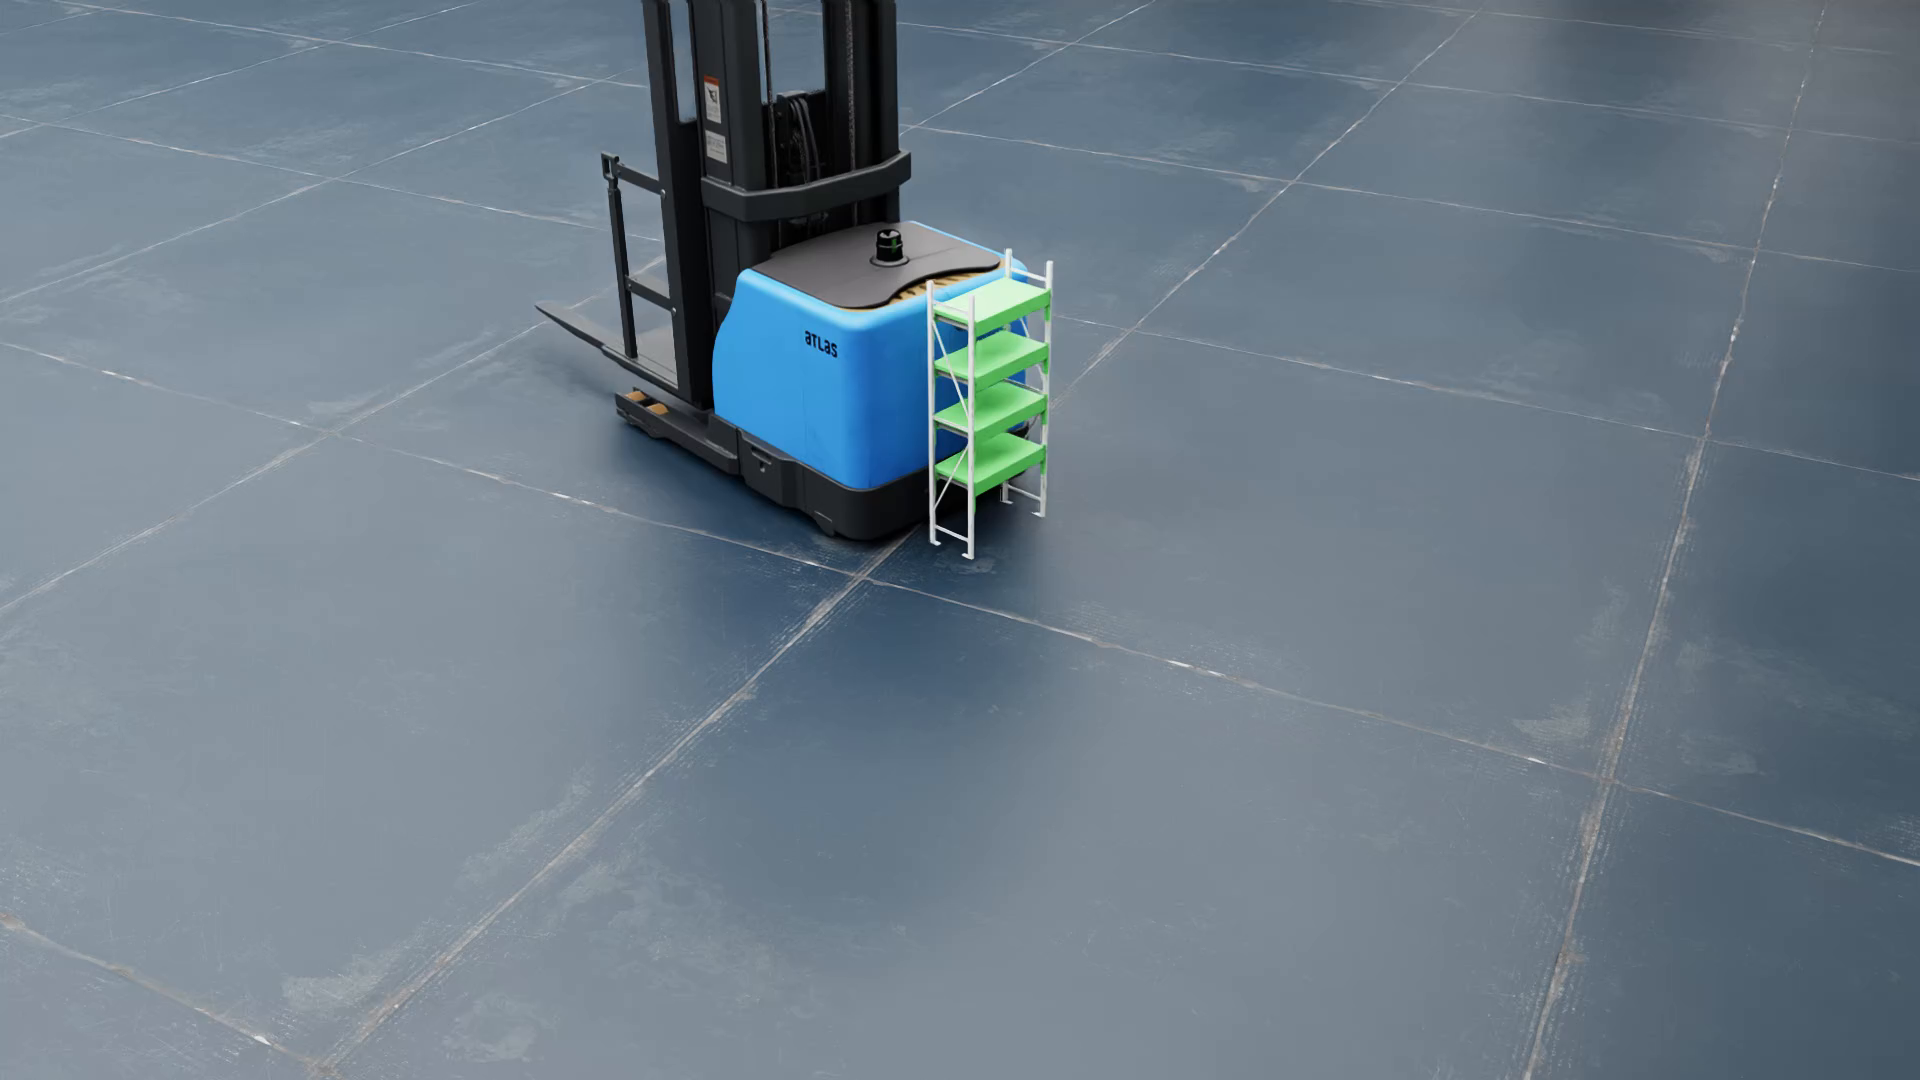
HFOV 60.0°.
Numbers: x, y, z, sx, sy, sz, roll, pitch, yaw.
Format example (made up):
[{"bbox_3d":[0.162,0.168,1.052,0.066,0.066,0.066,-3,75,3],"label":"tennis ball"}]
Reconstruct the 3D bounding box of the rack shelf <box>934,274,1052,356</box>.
[{"bbox_3d":[0.126,-0.929,6.827,0.258,0.148,0.480,24,37,35],"label":"rack shelf"}]

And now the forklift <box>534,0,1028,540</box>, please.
[{"bbox_3d":[-1.052,-1.919,7.649,1.130,2.935,3.031,-24,38,-36],"label":"forklift"}]

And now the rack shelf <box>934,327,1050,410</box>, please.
[{"bbox_3d":[0.126,-0.720,6.946,0.258,0.148,0.480,24,37,35],"label":"rack shelf"}]

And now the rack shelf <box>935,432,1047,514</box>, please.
[{"bbox_3d":[0.126,-0.304,7.185,0.258,0.148,0.480,24,37,35],"label":"rack shelf"}]

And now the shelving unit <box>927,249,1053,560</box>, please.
[{"bbox_3d":[0.126,-0.568,7.034,0.258,1.200,0.503,24,37,35],"label":"shelving unit"}]

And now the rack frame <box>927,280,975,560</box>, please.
[{"bbox_3d":[-0.036,-0.477,6.875,0.240,1.200,0.015,24,37,35],"label":"rack frame"}]

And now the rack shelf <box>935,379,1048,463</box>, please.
[{"bbox_3d":[0.126,-0.512,7.066,0.258,0.148,0.480,24,37,35],"label":"rack shelf"}]

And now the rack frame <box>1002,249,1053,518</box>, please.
[{"bbox_3d":[0.287,-0.659,7.193,0.240,1.200,0.015,24,37,35],"label":"rack frame"}]
